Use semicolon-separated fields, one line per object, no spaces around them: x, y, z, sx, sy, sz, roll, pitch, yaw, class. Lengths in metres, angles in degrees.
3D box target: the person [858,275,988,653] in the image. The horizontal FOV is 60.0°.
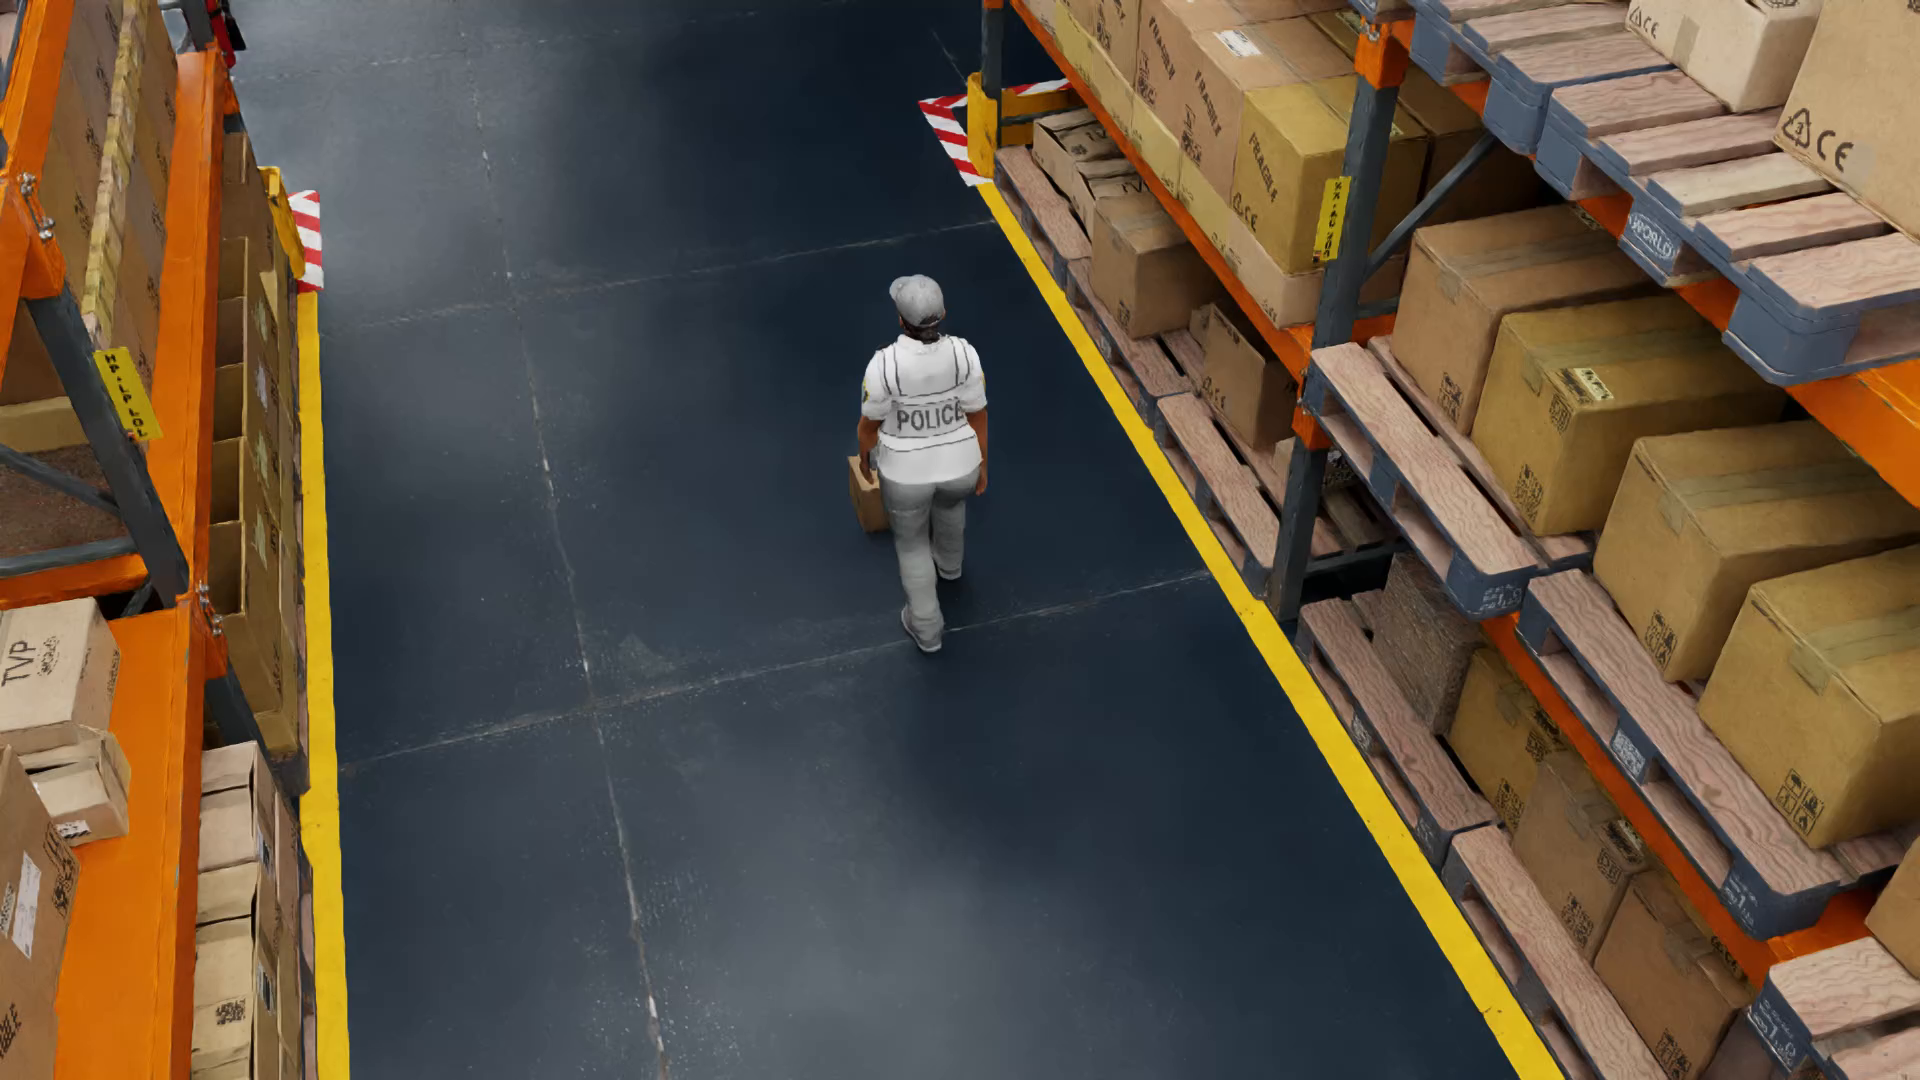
-0.170;-0.355;6.526;0.489;1.655;0.667;-13;44;-14;person
